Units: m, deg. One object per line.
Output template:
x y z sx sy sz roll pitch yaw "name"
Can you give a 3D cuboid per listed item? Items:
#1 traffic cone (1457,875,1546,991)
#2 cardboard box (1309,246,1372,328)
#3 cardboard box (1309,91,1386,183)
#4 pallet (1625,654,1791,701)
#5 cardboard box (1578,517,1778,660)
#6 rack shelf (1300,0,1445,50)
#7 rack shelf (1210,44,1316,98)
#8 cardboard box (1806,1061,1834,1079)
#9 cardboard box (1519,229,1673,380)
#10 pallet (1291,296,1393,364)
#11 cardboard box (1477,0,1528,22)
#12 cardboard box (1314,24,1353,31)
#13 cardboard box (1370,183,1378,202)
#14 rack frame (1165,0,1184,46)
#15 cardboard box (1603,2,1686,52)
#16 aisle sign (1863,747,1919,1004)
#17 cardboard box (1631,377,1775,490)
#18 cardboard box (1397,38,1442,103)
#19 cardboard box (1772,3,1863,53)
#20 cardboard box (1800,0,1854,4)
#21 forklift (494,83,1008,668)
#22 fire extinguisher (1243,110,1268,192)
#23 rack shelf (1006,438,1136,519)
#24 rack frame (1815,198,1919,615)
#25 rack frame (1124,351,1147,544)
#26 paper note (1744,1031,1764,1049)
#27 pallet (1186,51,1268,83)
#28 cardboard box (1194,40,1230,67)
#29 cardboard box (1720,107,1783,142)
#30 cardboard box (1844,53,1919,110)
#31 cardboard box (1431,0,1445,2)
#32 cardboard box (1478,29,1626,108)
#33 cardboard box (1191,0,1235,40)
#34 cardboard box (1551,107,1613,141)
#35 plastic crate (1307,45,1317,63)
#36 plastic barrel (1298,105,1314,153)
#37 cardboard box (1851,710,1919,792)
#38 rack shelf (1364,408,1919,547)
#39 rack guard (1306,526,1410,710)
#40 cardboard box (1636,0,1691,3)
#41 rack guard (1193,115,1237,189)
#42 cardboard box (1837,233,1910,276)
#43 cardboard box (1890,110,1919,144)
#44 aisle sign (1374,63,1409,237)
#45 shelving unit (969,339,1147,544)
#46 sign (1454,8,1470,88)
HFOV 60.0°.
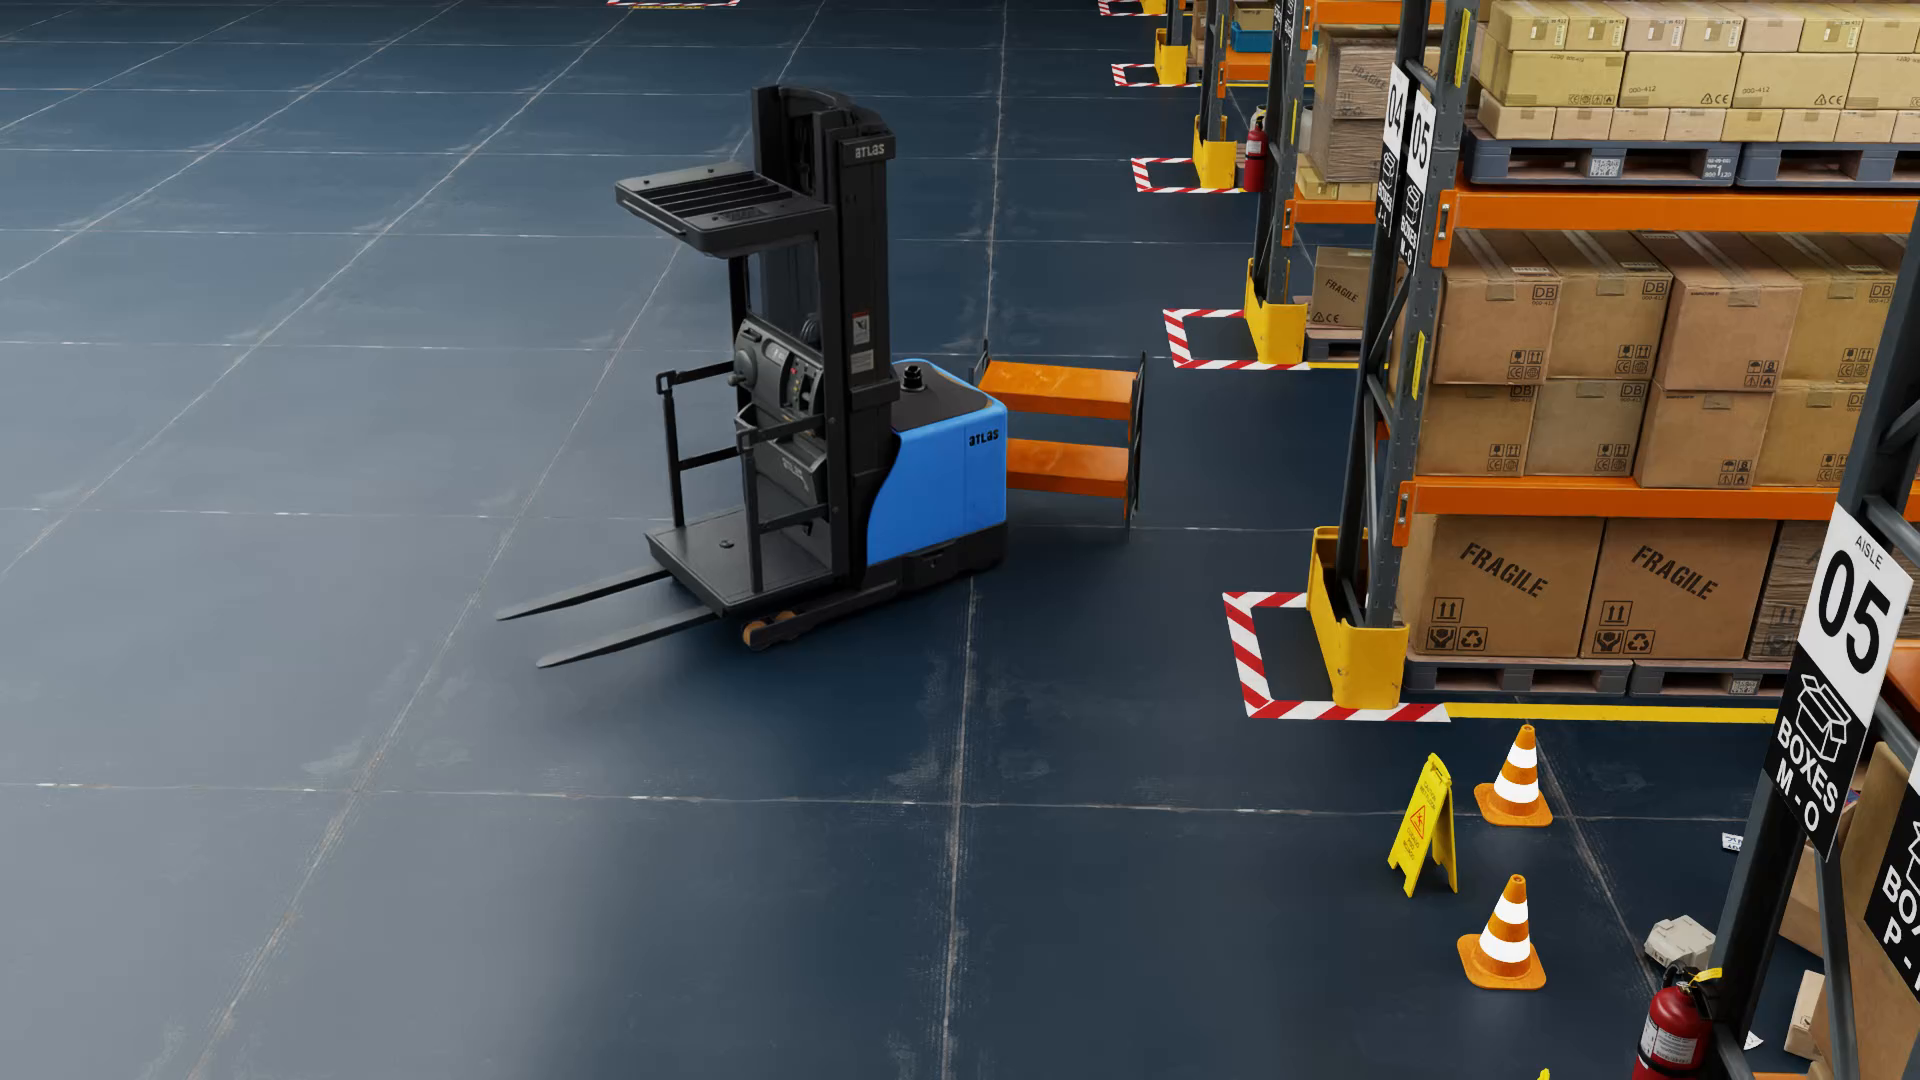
2.346 1.631 7.105 0.334 0.463 0.336 1 28 2 "traffic cone"
3.144 -2.070 13.598 0.500 0.500 0.500 6 29 11 "cardboard box"
3.070 -3.161 13.011 0.500 0.500 0.875 1 28 2 "cardboard box"
4.263 0.543 9.426 1.213 0.211 1.003 1 28 2 "pallet"
3.804 0.060 9.180 0.875 0.875 0.875 1 28 1 "cardboard box"
4.520 -3.981 12.549 4.000 0.370 1.077 1 28 2 "rack shelf"
4.694 -4.974 17.625 4.000 0.370 1.077 1 28 2 "rack shelf"
2.552 1.649 4.631 0.250 0.149 0.380 2 28 4 "cardboard box"
3.167 -1.240 8.499 0.550 0.550 0.875 1 28 2 "cardboard box"
3.407 -1.744 13.739 1.213 0.211 1.003 1 28 2 "pallet"
2.593 -2.637 8.106 0.250 0.149 0.380 1 28 2 "cardboard box"
4.901 -6.807 22.000 0.500 0.500 0.500 1 28 2 "cardboard box"
3.296 -2.755 12.939 0.250 0.149 0.380 1 28 2 "cardboard box"
2.874 -7.644 21.892 0.127 3.000 1.000 1 28 2 "rack frame"
3.073 -2.320 7.509 0.250 0.149 0.380 1 28 1 "cardboard box"
2.098 0.627 3.514 0.004 0.787 0.394 1 28 2 "aisle sign"
3.723 -0.701 8.636 0.550 0.550 0.875 1 28 2 "cardboard box"
3.560 -3.476 12.538 0.500 0.500 0.500 1 28 2 "cardboard box"
3.837 -2.307 7.484 0.250 0.149 0.380 1 28 1 "cardboard box"
4.118 -2.611 8.058 0.250 0.149 0.380 1 28 2 "cardboard box"
-1.203 -0.946 9.331 3.031 2.935 1.130 -18 33 -30 "forklift"
2.423 -3.190 13.574 0.183 0.674 0.296 1 28 2 "fire extinguisher"
0.619 -0.421 10.791 1.000 0.278 0.538 6 28 11 "rack shelf"
2.171 -1.019 2.990 0.127 3.000 1.000 1 28 2 "rack frame"
1.116 -0.588 10.584 0.032 1.125 0.500 6 28 11 "rack frame"
3.186 2.027 6.818 0.142 0.019 0.148 -9 29 -16 "paper note"
3.640 -6.419 22.558 1.213 0.211 1.003 1 28 2 "pallet"
3.402 -6.501 22.225 0.500 0.250 0.500 1 28 2 "cardboard box"
3.585 -1.959 7.678 0.250 0.149 0.380 1 28 2 "cardboard box"
4.231 -2.155 7.622 0.500 0.250 0.500 1 28 2 "cardboard box"
3.509 -4.131 12.224 0.500 0.250 0.500 0 28 1 "cardboard box"
2.718 -2.179 7.668 0.500 0.250 0.500 1 28 2 "cardboard box"
3.421 -7.076 22.508 0.500 0.500 0.500 1 28 2 "cardboard box"
2.831 -1.971 7.702 0.250 0.149 0.380 1 28 2 "cardboard box"
3.579 -5.043 17.268 0.250 0.136 0.298 1 28 2 "plastic crate"
3.857 -4.428 18.034 0.421 0.512 0.421 0 28 0 "plastic barrel"
4.655 0.937 8.371 0.500 0.500 0.500 6 28 11 "cardboard box"
4.244 -0.336 8.875 4.000 0.370 1.077 1 28 2 "rack shelf"
2.221 0.417 9.355 0.348 0.500 1.175 1 28 2 "rack guard"
3.358 -2.624 8.082 0.250 0.149 0.380 1 28 3 "cardboard box"
2.773 -4.242 18.143 0.348 0.500 1.175 1 28 2 "rack guard"
4.786 -1.214 8.451 0.550 0.550 0.875 1 28 2 "cardboard box"
4.342 -1.946 7.654 0.250 0.149 0.380 1 28 2 "cardboard box"
2.185 -1.977 8.427 0.004 0.787 0.394 1 28 2 "aisle sign"
0.619 -0.637 10.677 1.048 1.125 0.538 6 28 11 "shelving unit"
2.219 -2.174 7.353 0.005 0.325 0.100 1 28 2 "sign"
